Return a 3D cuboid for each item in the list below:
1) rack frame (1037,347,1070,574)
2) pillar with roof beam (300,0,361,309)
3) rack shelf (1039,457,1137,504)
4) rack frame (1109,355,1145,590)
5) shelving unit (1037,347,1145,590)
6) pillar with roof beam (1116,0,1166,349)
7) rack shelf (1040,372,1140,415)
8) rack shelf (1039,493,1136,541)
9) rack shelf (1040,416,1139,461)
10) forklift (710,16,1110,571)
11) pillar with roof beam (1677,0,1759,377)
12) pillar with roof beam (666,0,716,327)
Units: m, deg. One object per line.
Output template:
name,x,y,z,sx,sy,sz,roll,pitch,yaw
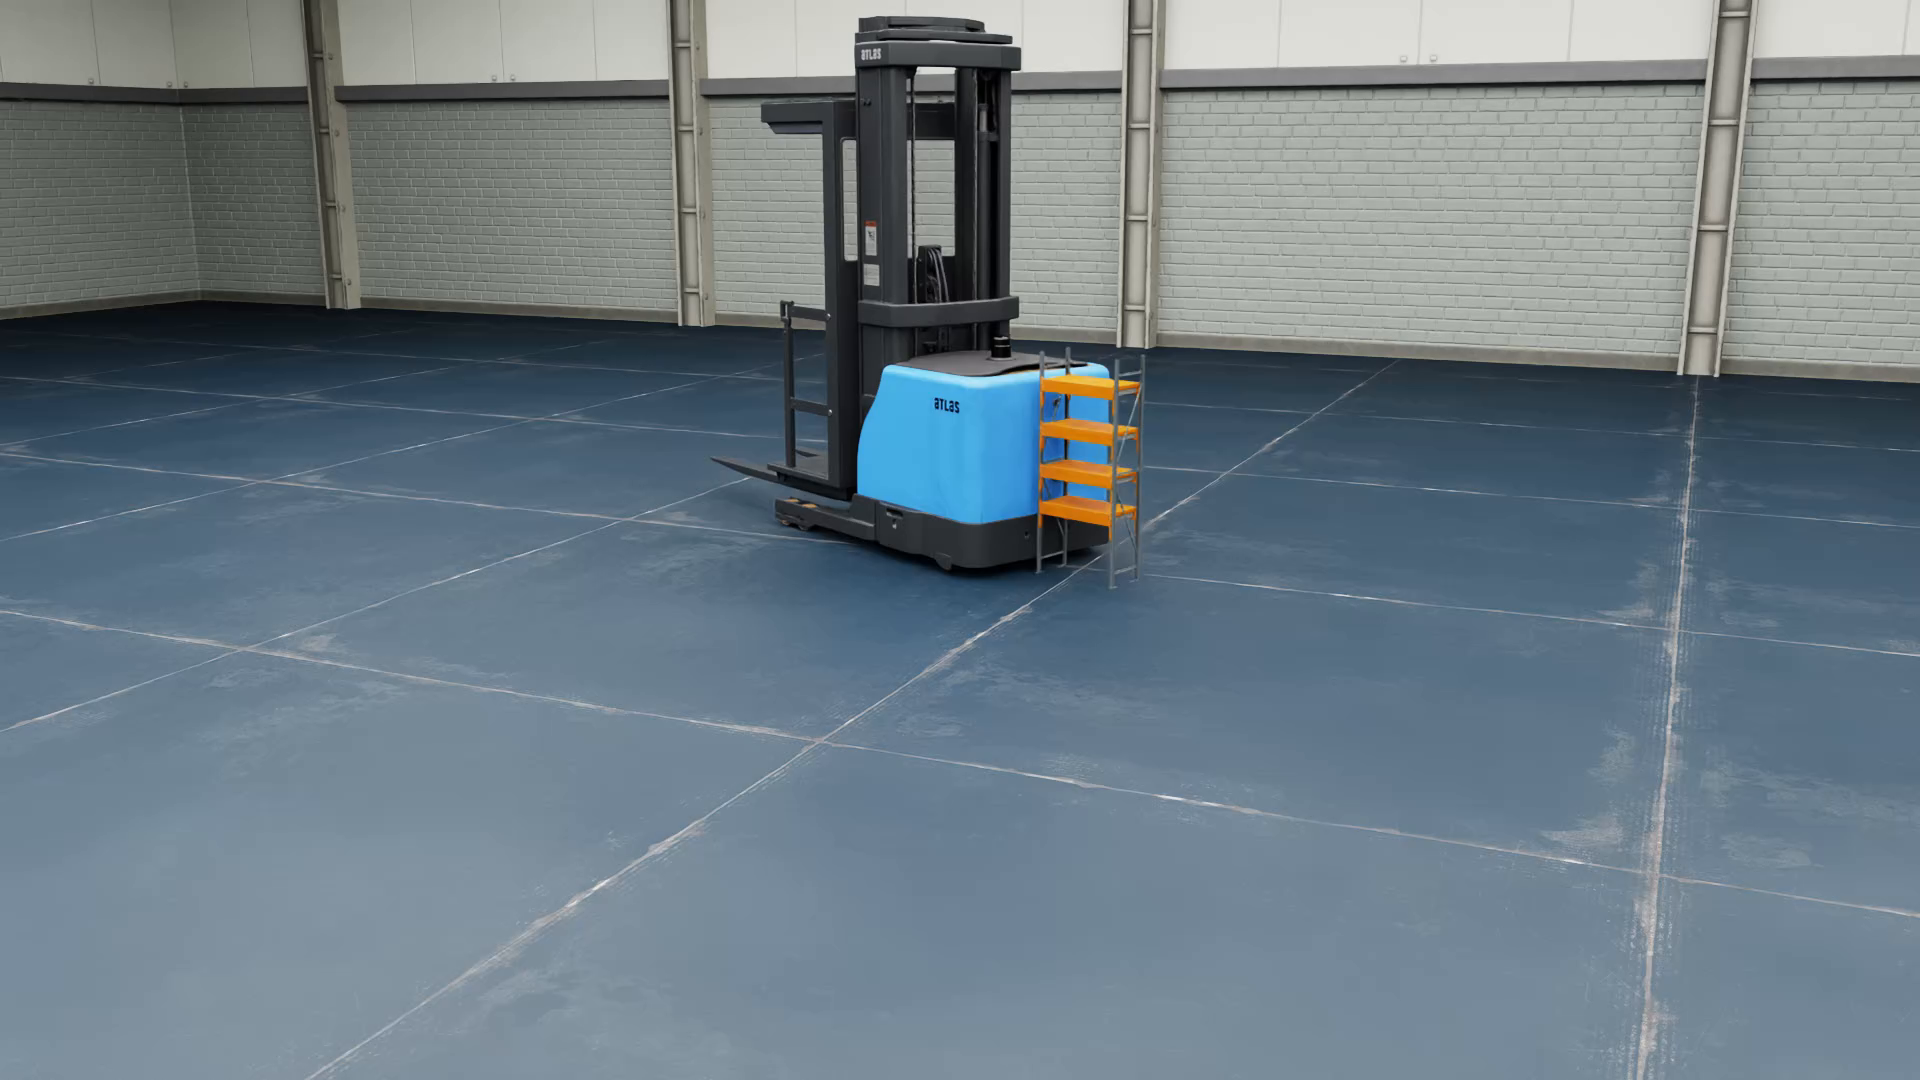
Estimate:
rack frame,0.501,-0.423,8.914,0.015,1.200,0.240,12,18,41
pillar with roof beam,-10.661,-6.844,19.224,0.400,9.000,9.100,6,14,23
rack shelf,0.683,-0.319,8.771,0.480,0.148,0.258,12,18,41
rack frame,0.864,-0.345,8.597,0.015,1.200,0.240,12,18,41
shelving unit,0.683,-0.384,8.755,0.503,1.200,0.258,12,18,41
pillar with roof beam,0.311,-5.734,14.492,0.400,9.000,9.100,6,14,23
rack shelf,0.684,-0.766,8.663,0.480,0.148,0.258,12,18,41
rack shelf,0.682,-0.126,8.818,0.480,0.148,0.258,12,18,41
rack shelf,0.683,-0.536,8.718,0.480,0.148,0.258,12,18,41
forklift,-0.471,-1.542,9.912,1.130,2.935,3.031,-10,17,-37
pillar with roof beam,5.797,-5.179,12.126,0.400,9.000,9.100,6,14,23
pillar with roof beam,-5.175,-6.289,16.858,0.400,9.000,9.100,6,14,23
